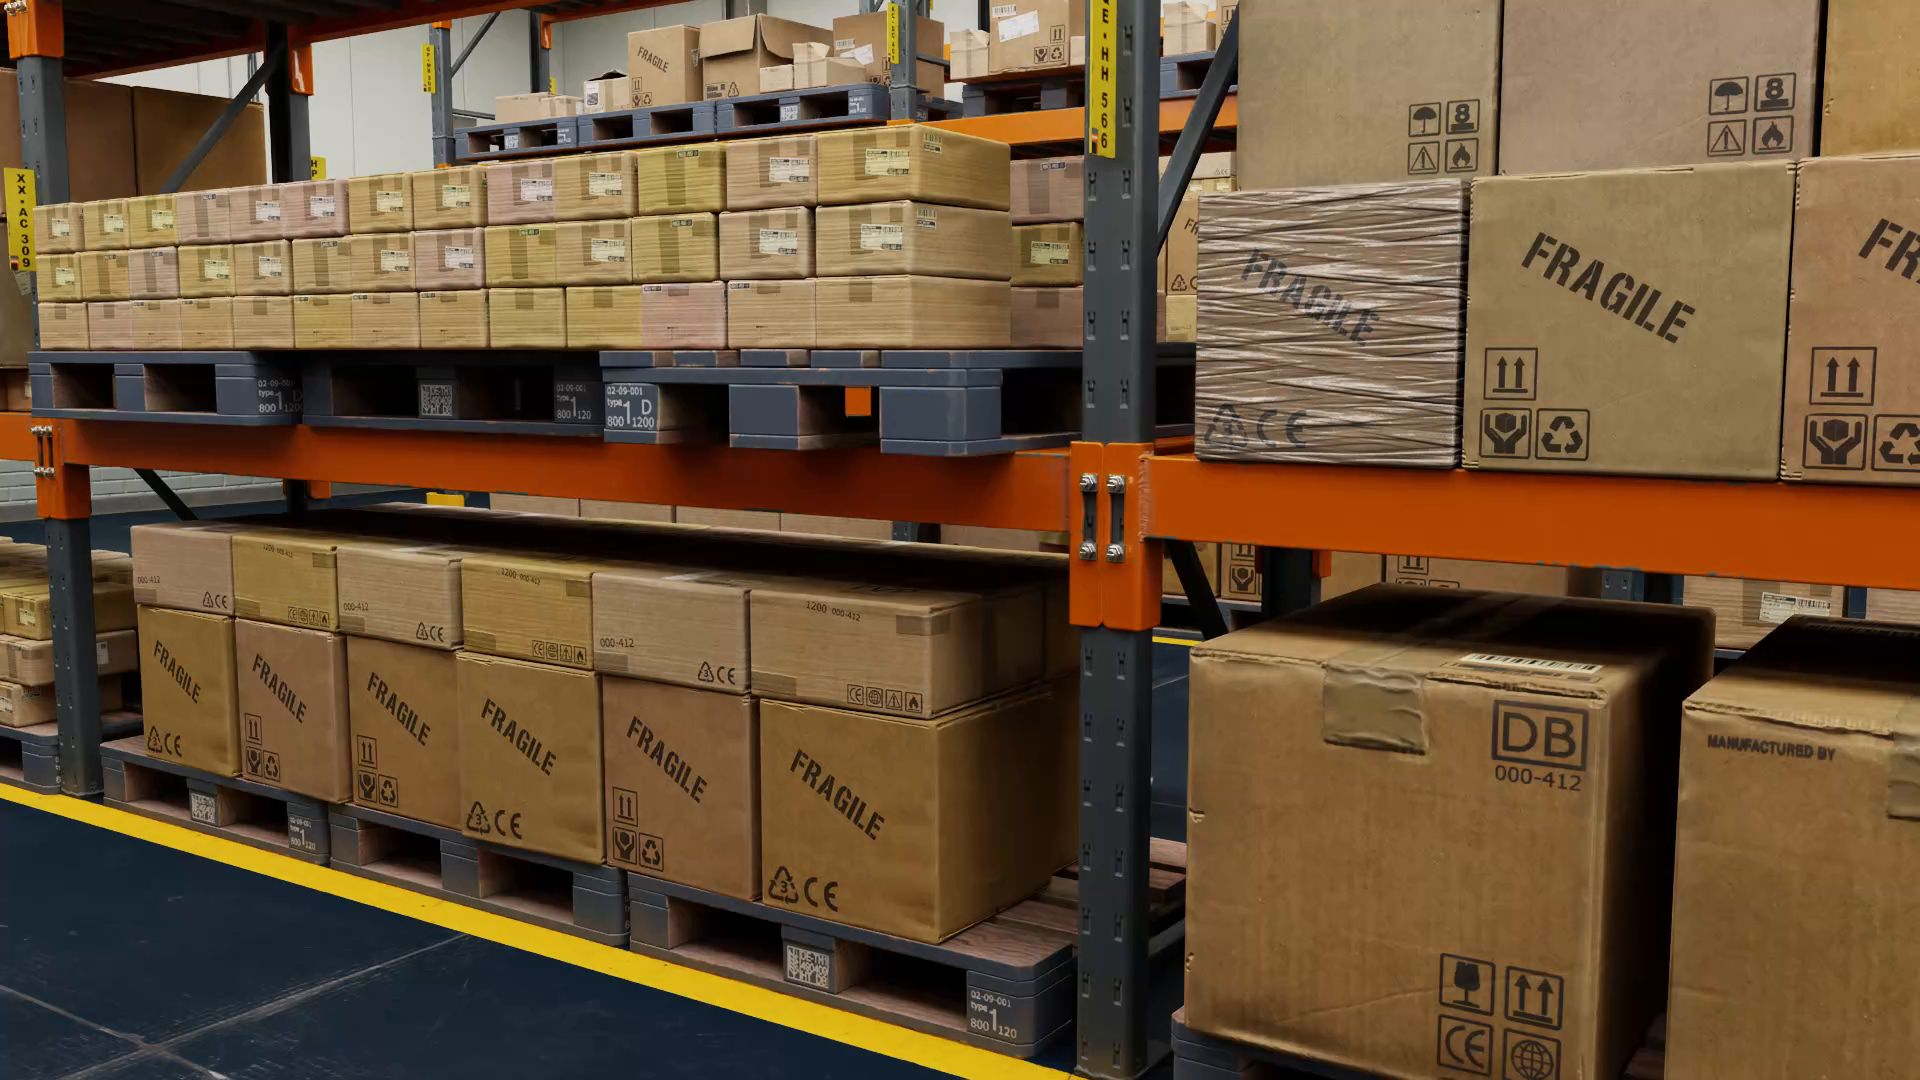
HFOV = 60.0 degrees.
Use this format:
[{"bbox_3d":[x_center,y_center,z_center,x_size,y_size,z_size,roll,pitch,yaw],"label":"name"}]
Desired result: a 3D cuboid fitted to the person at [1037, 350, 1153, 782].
[{"bbox_3d":[0.496,0.166,5.635,0.506,1.418,0.452,4,8,33],"label":"person"}]
